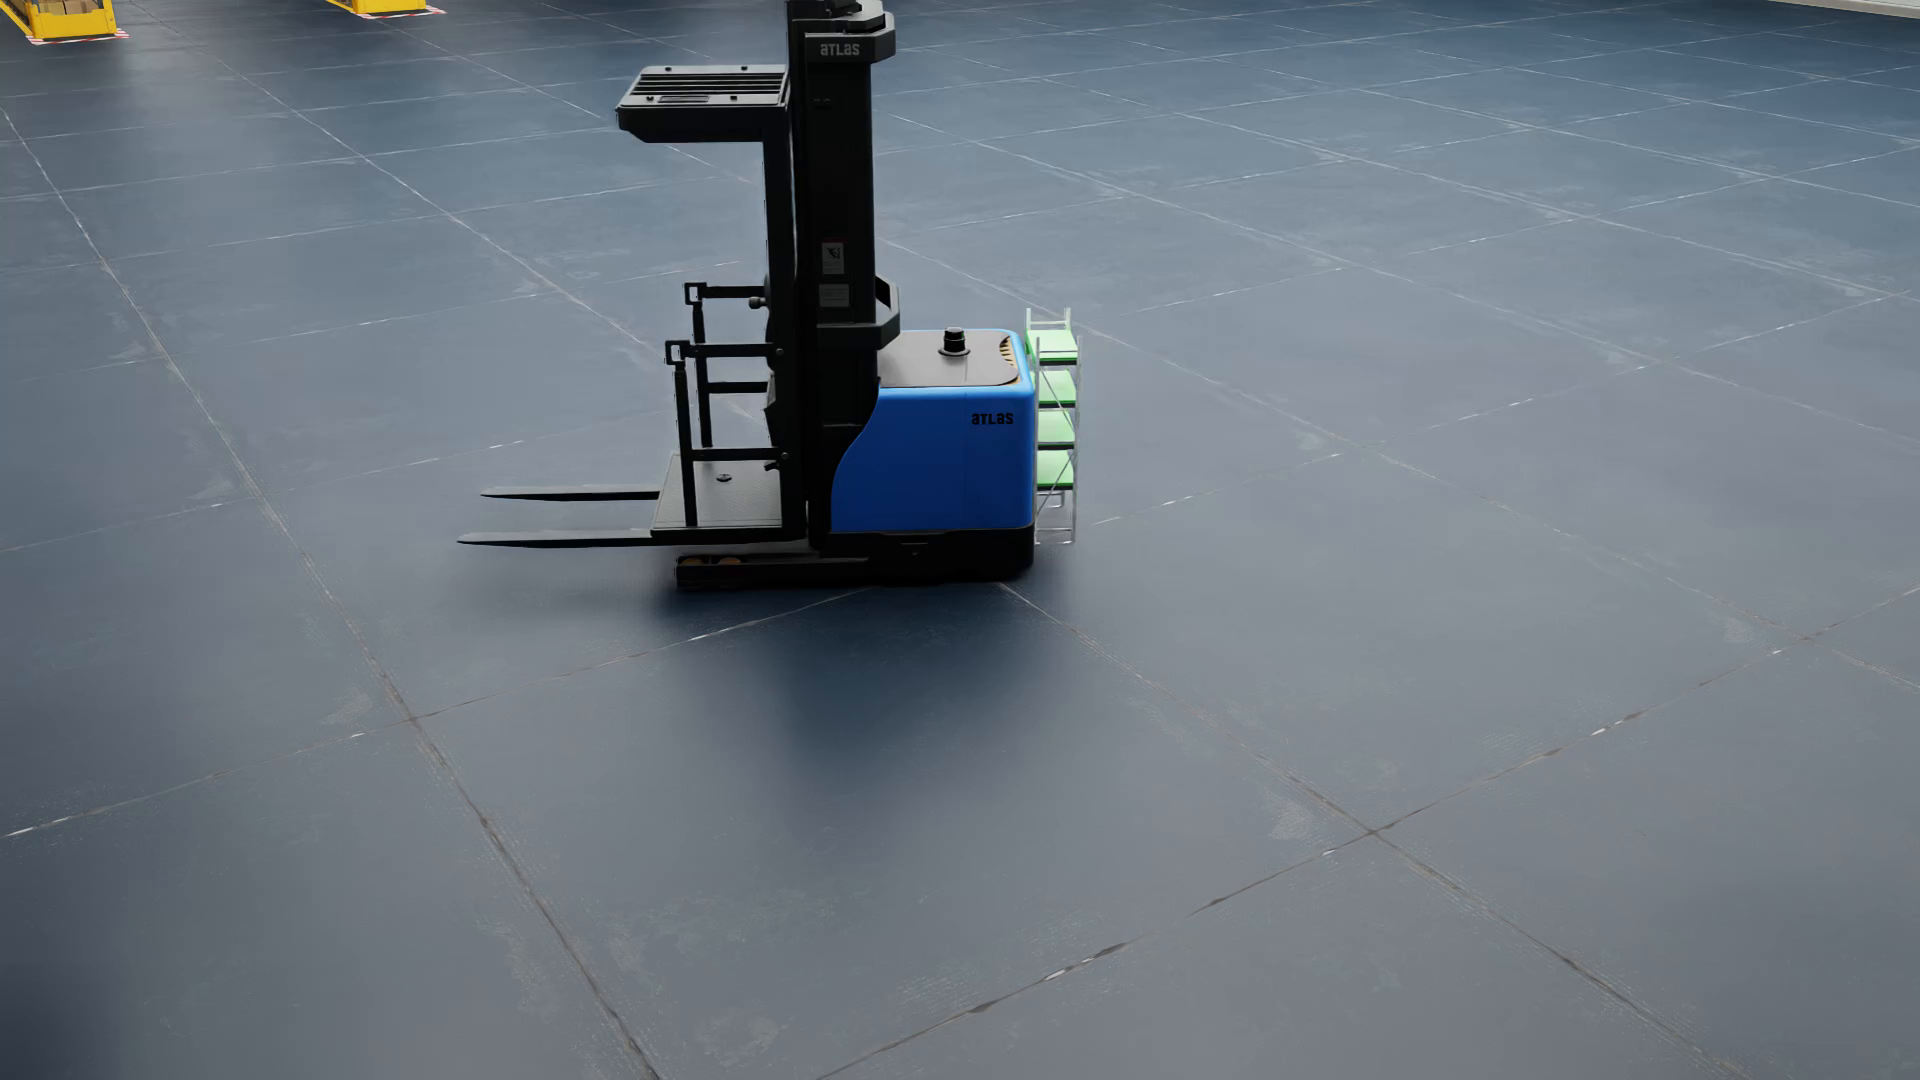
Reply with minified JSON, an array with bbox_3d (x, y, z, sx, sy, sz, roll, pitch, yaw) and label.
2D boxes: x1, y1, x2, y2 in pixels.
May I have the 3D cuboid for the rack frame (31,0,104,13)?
[{"bbox_3d":[-13.830,-9.262,25.355,1.000,3.000,0.127,-16,29,-30],"label":"rack frame"}]

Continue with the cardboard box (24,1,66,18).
[{"bbox_3d":[-14.370,-8.331,26.113,0.500,0.250,0.500,-16,29,-30],"label":"cardboard box"}]

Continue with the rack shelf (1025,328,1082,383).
[{"bbox_3d":[0.502,-1.003,8.994,0.258,0.148,0.480,-2,25,-3],"label":"rack shelf"}]

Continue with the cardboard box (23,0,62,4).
[{"bbox_3d":[-14.372,-8.670,25.952,0.500,0.500,0.500,-16,29,-30],"label":"cardboard box"}]

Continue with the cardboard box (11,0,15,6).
[{"bbox_3d":[-15.477,-9.042,27.619,0.500,0.250,0.500,-16,29,-30],"label":"cardboard box"}]

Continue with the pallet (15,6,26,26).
[{"bbox_3d":[-14.945,-8.700,27.432,1.003,0.211,1.213,-16,29,-30],"label":"pallet"}]

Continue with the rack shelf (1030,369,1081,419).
[{"bbox_3d":[0.502,-0.786,9.097,0.258,0.148,0.480,-2,25,-3],"label":"rack shelf"}]

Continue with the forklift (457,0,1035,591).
[{"bbox_3d":[-1.145,-1.294,8.557,3.031,2.935,1.130,-1,25,-3],"label":"forklift"}]

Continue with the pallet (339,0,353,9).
[{"bbox_3d":[-10.198,-9.462,29.045,1.003,0.211,1.213,-16,29,-30],"label":"pallet"}]

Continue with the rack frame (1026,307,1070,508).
[{"bbox_3d":[0.486,-0.730,9.392,0.240,1.200,0.015,-2,25,-3],"label":"rack frame"}]

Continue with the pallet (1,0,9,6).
[{"bbox_3d":[-16.449,-9.686,29.520,1.003,0.211,1.213,-16,29,-30],"label":"pallet"}]

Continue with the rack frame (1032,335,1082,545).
[{"bbox_3d":[0.517,-0.523,8.951,0.240,1.200,0.015,-2,25,-3],"label":"rack frame"}]

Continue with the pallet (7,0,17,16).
[{"bbox_3d":[-15.615,-9.137,28.358,1.003,0.211,1.213,-16,29,-30],"label":"pallet"}]

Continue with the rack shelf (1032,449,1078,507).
[{"bbox_3d":[0.502,-0.352,9.301,0.258,0.148,0.480,-2,25,-3],"label":"rack shelf"}]

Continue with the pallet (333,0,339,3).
[{"bbox_3d":[-10.860,-9.898,29.969,1.003,0.211,1.213,-16,29,-30],"label":"pallet"}]

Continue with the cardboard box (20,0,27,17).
[{"bbox_3d":[-14.653,-8.507,26.486,0.500,0.250,0.500,-16,29,-30],"label":"cardboard box"}]

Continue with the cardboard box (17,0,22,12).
[{"bbox_3d":[-14.928,-8.685,26.864,0.500,0.250,0.500,-16,29,-30],"label":"cardboard box"}]

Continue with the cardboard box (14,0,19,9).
[{"bbox_3d":[-15.199,-8.865,27.243,0.500,0.250,0.500,-16,29,-30],"label":"cardboard box"}]

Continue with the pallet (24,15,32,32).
[{"bbox_3d":[-14.283,-8.264,26.509,1.003,0.211,1.213,-16,29,-30],"label":"pallet"}]

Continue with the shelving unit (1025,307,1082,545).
[{"bbox_3d":[0.502,-0.627,9.172,0.258,1.200,0.503,-2,25,-3],"label":"shelving unit"}]

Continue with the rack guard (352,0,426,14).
[{"bbox_3d":[-9.759,-9.300,28.365,1.175,0.500,0.348,-16,29,-30],"label":"rack guard"}]

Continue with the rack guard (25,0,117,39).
[{"bbox_3d":[-13.817,-8.123,25.870,1.175,0.500,0.348,-16,29,-30],"label":"rack guard"}]

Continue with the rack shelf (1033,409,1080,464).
[{"bbox_3d":[0.502,-0.569,9.199,0.258,0.148,0.480,-2,25,-3],"label":"rack shelf"}]

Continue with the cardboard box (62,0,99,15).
[{"bbox_3d":[-13.936,-8.452,26.368,0.500,0.250,0.500,-16,29,-30],"label":"cardboard box"}]
